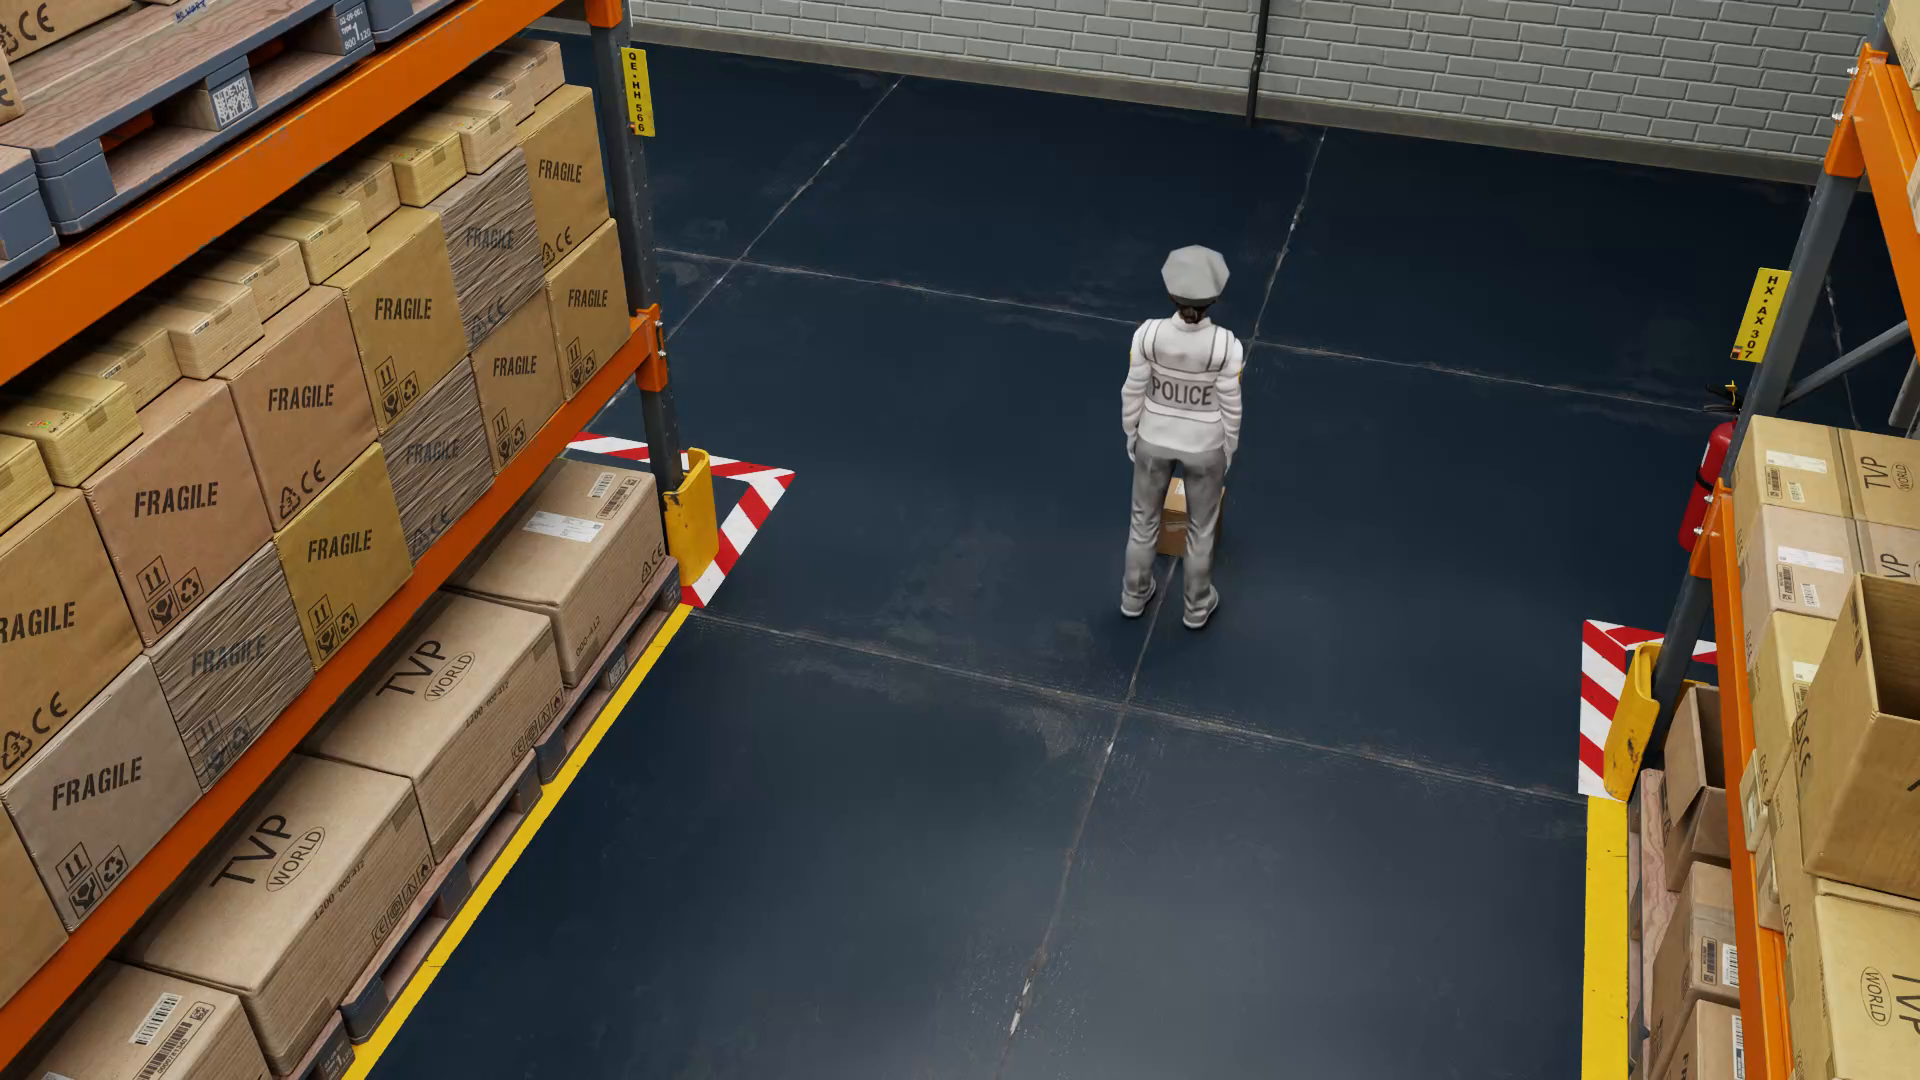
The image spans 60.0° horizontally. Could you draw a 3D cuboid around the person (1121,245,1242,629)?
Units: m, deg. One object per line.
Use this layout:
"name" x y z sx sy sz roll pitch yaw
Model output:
"person" 0.870 -0.389 6.625 0.476 1.686 0.346 11 39 14
